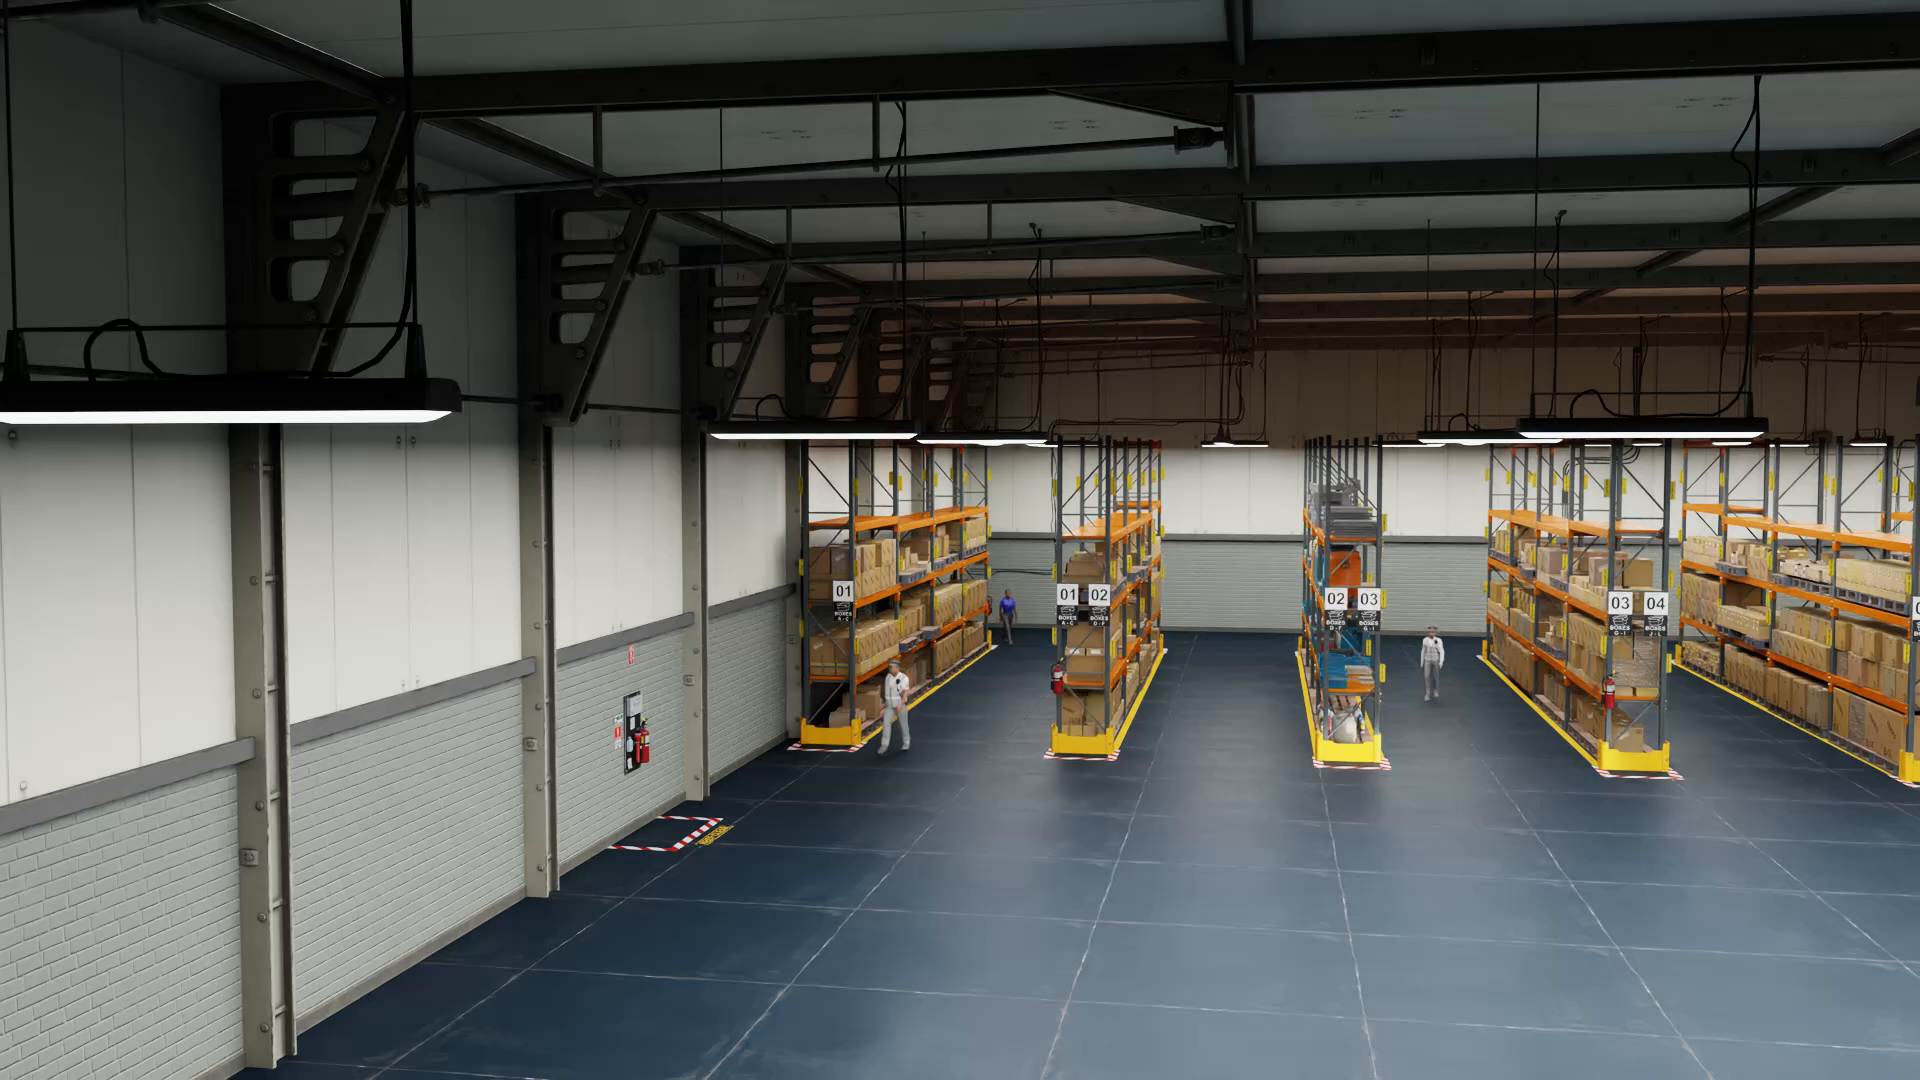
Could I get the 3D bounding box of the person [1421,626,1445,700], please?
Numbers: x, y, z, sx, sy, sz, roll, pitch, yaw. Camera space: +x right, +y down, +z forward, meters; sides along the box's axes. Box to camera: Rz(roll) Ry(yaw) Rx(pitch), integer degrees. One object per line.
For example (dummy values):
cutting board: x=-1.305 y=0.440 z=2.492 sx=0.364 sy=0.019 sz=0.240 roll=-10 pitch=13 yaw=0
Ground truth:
person: x=10.882 y=2.828 z=38.311 sx=0.539 sy=1.698 sz=0.599 roll=2 pitch=3 yaw=28

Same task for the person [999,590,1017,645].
person: x=1.410 y=2.305 z=48.995 sx=0.449 sy=1.484 sz=1.081 roll=-1 pitch=3 yaw=-24

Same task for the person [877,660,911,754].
person: x=-1.255 y=3.136 z=31.453 sx=0.552 sy=1.720 sz=0.926 roll=2 pitch=4 yaw=28
